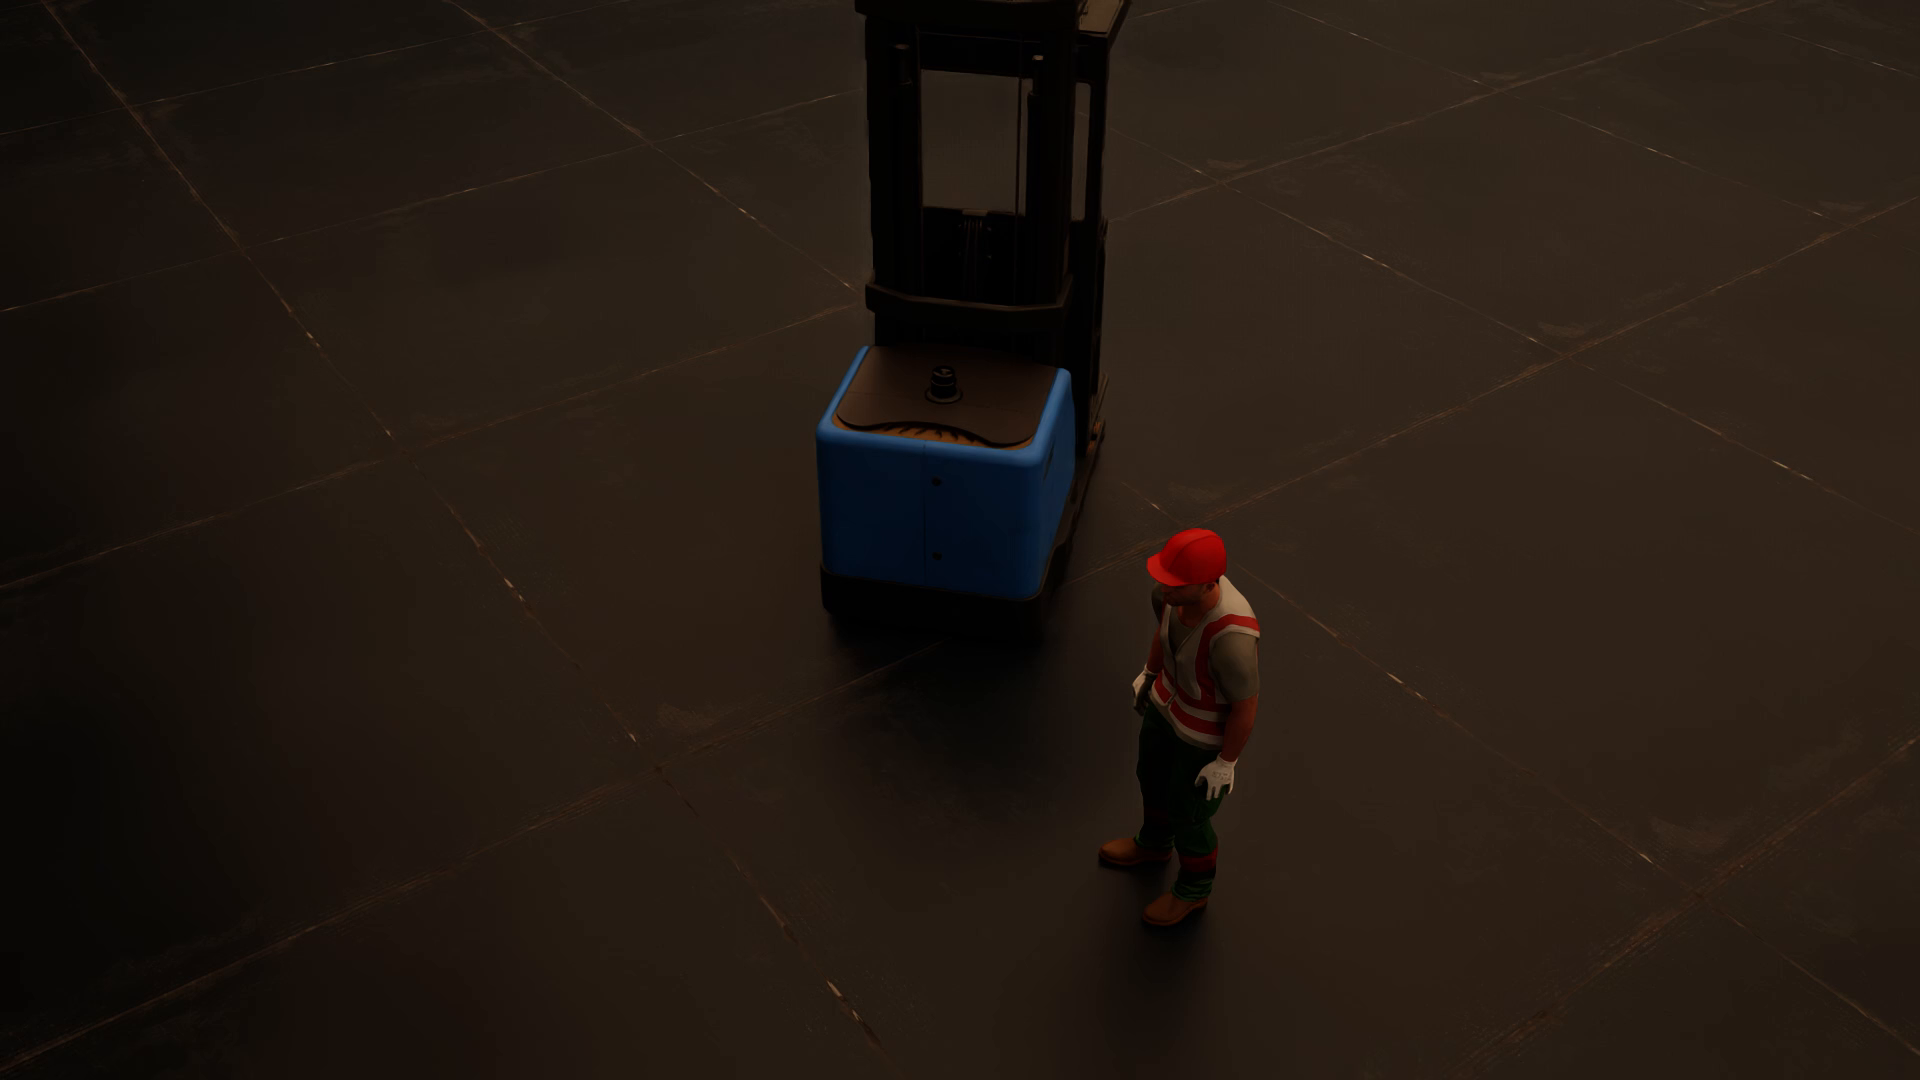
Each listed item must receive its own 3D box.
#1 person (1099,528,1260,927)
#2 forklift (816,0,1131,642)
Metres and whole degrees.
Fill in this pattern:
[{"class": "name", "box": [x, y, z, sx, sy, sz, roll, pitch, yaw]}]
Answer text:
[{"class": "person", "box": [0.816, 0.661, 6.024, 0.451, 1.778, 0.611, -15, 39, -19]}, {"class": "forklift", "box": [0.175, -1.587, 8.090, 1.130, 2.935, 3.031, 8, 37, 10]}]
